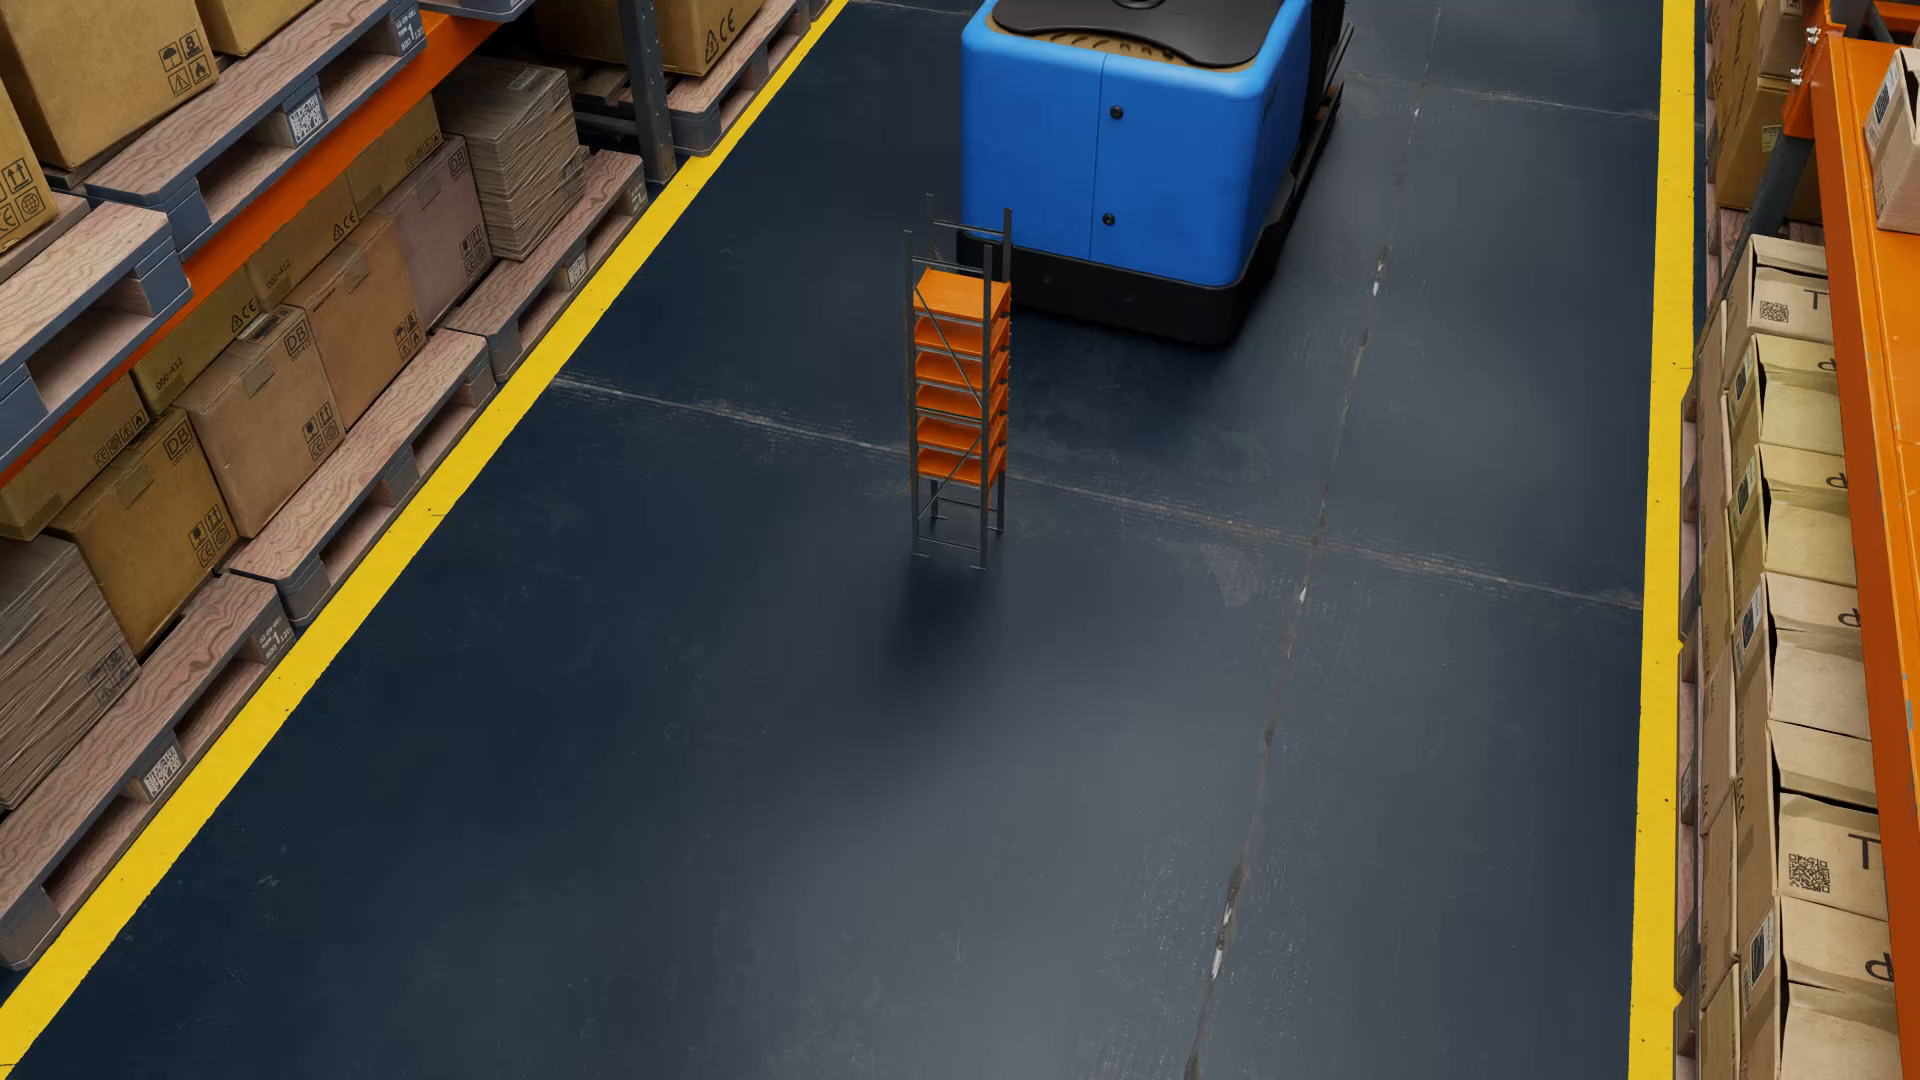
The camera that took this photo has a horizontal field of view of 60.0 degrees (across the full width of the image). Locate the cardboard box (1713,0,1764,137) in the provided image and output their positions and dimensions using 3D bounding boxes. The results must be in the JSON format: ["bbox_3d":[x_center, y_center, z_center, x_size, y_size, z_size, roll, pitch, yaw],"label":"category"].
[{"bbox_3d":[3.291,-1.876,6.495,0.500,0.500,0.500,11,45,11],"label":"cardboard box"}]

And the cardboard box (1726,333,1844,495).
[{"bbox_3d":[2.485,-0.323,4.701,0.500,0.311,0.500,11,46,12],"label":"cardboard box"}]

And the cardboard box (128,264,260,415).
[{"bbox_3d":[-2.368,-0.643,4.699,0.500,0.250,0.500,11,46,11],"label":"cardboard box"}]

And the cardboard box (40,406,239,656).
[{"bbox_3d":[-2.543,-0.088,4.668,0.700,0.500,0.500,12,46,12],"label":"cardboard box"}]

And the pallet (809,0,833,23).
[{"bbox_3d":[-0.966,-2.965,8.129,1.003,0.211,1.213,13,46,13],"label":"pallet"}]

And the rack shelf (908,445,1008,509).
[{"bbox_3d":[-0.004,-0.216,5.019,0.258,0.103,0.180,13,46,12],"label":"rack shelf"}]

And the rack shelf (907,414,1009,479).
[{"bbox_3d":[-0.004,-0.302,4.936,0.258,0.103,0.180,13,46,12],"label":"rack shelf"}]

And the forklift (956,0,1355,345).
[{"bbox_3d":[0.979,-2.781,5.996,1.130,2.935,3.031,15,46,14],"label":"forklift"}]

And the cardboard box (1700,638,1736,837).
[{"bbox_3d":[2.177,0.550,4.209,0.500,0.250,0.500,13,46,13],"label":"cardboard box"}]

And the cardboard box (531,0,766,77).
[{"bbox_3d":[-1.300,-2.485,6.882,0.750,0.750,0.750,12,46,12],"label":"cardboard box"}]

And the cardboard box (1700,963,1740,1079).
[{"bbox_3d":[1.867,1.230,3.514,0.500,0.250,0.500,12,46,12],"label":"cardboard box"}]

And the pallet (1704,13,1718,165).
[{"bbox_3d":[3.708,-1.898,7.039,1.003,0.211,1.213,13,46,13],"label":"pallet"}]

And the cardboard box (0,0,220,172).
[{"bbox_3d":[-2.327,-1.317,4.065,0.700,0.500,0.500,19,47,18],"label":"cardboard box"}]

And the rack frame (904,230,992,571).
[{"bbox_3d":[-0.032,-0.358,4.758,0.240,1.200,0.006,13,46,13],"label":"rack frame"}]

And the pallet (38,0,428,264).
[{"bbox_3d":[-2.208,-1.245,4.514,1.003,0.211,1.213,13,46,13],"label":"pallet"}]

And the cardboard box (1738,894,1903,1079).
[{"bbox_3d":[1.864,1.025,3.322,0.500,0.311,0.500,14,46,14],"label":"cardboard box"}]

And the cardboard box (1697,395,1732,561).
[{"bbox_3d":[2.485,-0.140,4.914,0.500,0.250,0.500,11,46,11],"label":"cardboard box"}]

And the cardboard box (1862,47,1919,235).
[{"bbox_3d":[2.619,-1.008,4.199,0.500,0.311,0.500,12,46,12],"label":"cardboard box"}]

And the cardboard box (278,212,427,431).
[{"bbox_3d":[-2.206,-0.758,5.353,0.700,0.500,0.500,12,46,12],"label":"cardboard box"}]

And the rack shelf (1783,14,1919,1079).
[{"bbox_3d":[2.469,-0.004,3.624,1.077,0.370,4.000,13,46,13],"label":"rack shelf"}]

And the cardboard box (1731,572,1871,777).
[{"bbox_3d":[2.173,0.359,4.003,0.500,0.311,0.500,12,46,12],"label":"cardboard box"}]

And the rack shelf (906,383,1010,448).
[{"bbox_3d":[-0.004,-0.387,4.852,0.258,0.103,0.180,13,46,12],"label":"rack shelf"}]

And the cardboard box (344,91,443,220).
[{"bbox_3d":[-2.048,-1.315,5.386,0.500,0.250,0.500,13,46,13],"label":"cardboard box"}]

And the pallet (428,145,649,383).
[{"bbox_3d":[-1.886,-1.124,6.248,1.003,0.211,1.213,13,46,13],"label":"pallet"}]

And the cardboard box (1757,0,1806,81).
[{"bbox_3d":[3.147,-1.838,5.920,0.500,0.250,0.500,14,46,14],"label":"cardboard box"}]

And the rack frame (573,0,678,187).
[{"bbox_3d":[-1.648,-2.641,5.804,1.000,3.000,0.127,13,46,13],"label":"rack frame"}]

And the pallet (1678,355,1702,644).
[{"bbox_3d":[2.788,-0.057,5.158,1.003,0.211,1.213,13,46,13],"label":"pallet"}]

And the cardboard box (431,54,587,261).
[{"bbox_3d":[-1.816,-1.414,6.023,0.700,0.500,0.500,13,46,13],"label":"cardboard box"}]

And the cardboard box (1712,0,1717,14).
[{"bbox_3d":[3.598,-2.564,7.199,0.500,0.500,0.500,13,46,13],"label":"cardboard box"}]

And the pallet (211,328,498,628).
[{"bbox_3d":[-2.257,-0.314,5.419,1.003,0.211,1.213,13,46,13],"label":"pallet"}]

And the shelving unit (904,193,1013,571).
[{"bbox_3d":[-0.004,-0.419,4.820,0.258,1.200,0.189,13,46,13],"label":"shelving unit"}]

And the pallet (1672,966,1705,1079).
[{"bbox_3d":[2.049,1.569,3.496,1.003,0.211,1.213,13,46,13],"label":"pallet"}]
